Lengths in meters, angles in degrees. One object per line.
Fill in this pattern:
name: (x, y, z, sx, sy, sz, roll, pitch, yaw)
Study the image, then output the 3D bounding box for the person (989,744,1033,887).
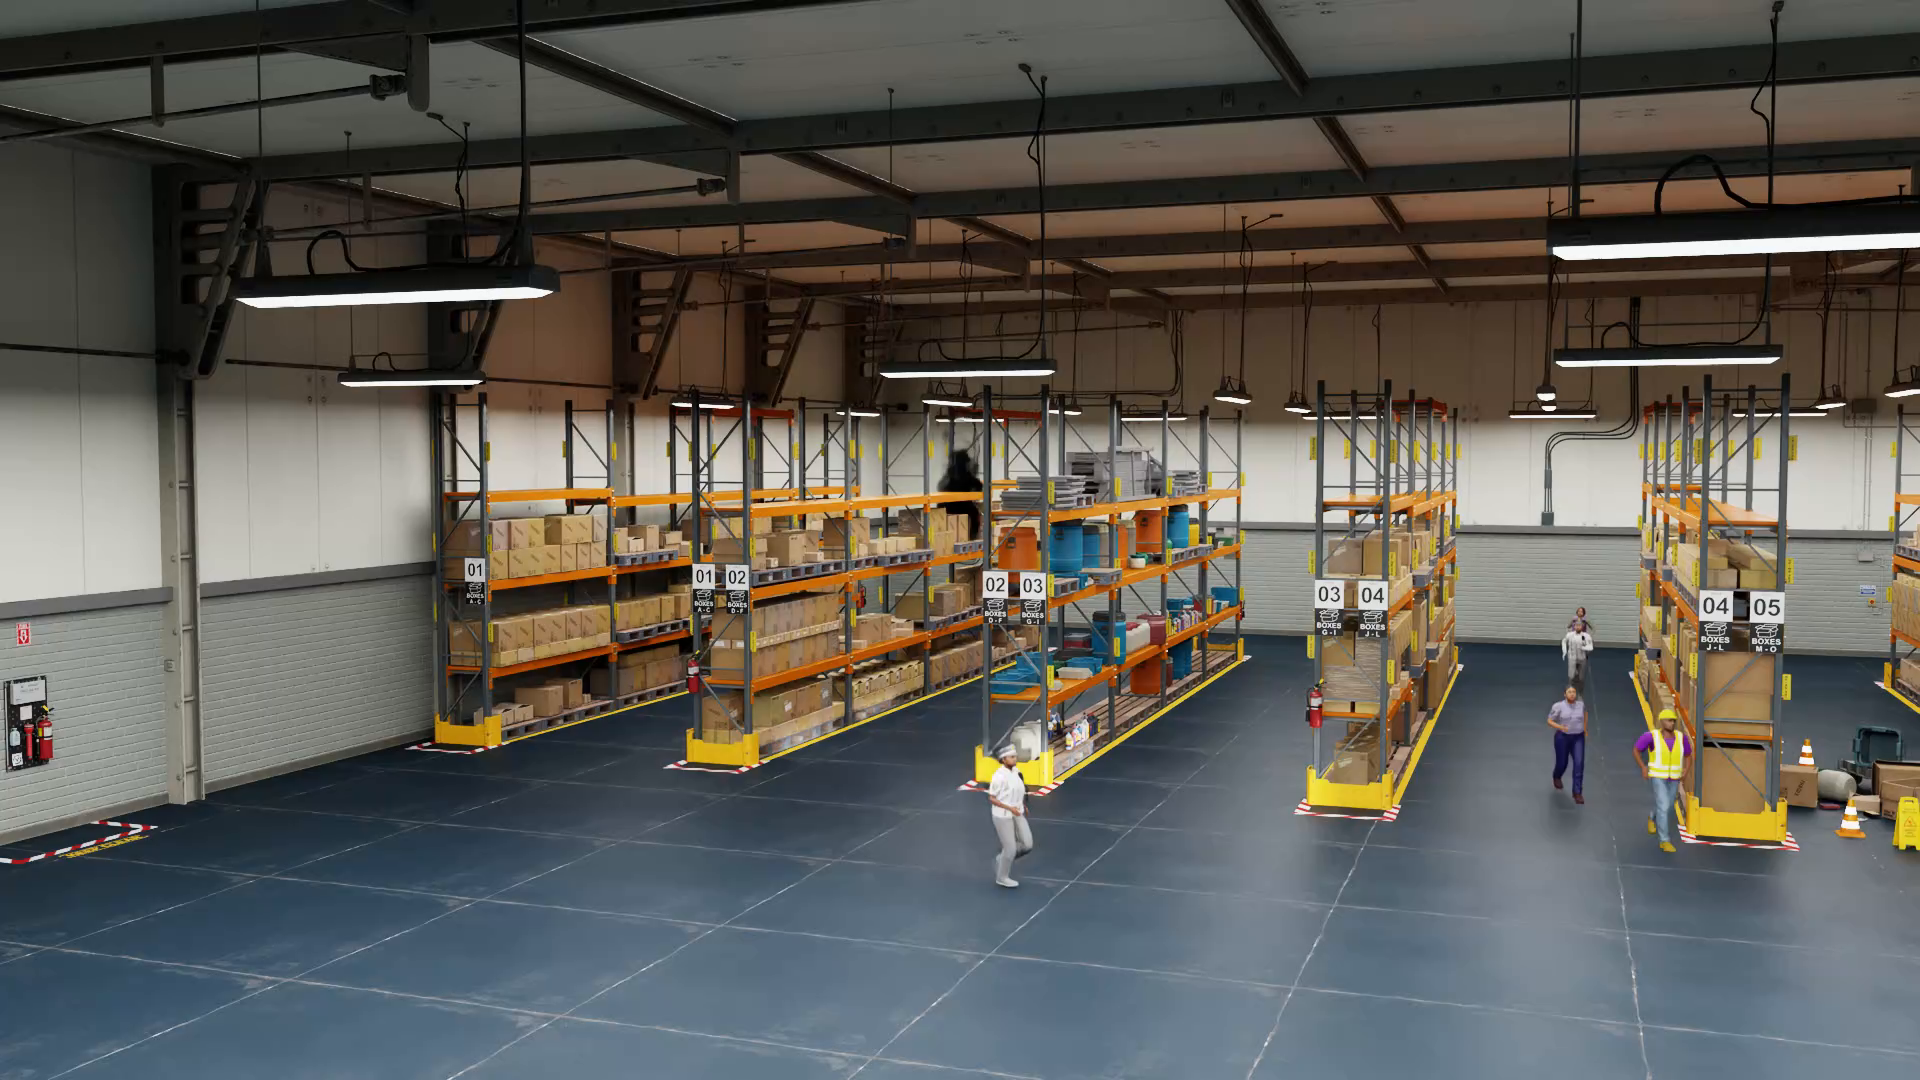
person: (0.585, 3.154, 19.063, 0.544, 1.655, 0.550, 3, 4, 42)

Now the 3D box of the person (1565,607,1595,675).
person: (13.682, 2.258, 36.800, 0.614, 1.569, 0.564, 3, 4, 45)

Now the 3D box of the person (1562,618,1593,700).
person: (12.200, 2.412, 32.865, 0.578, 1.745, 0.740, 1, 3, 21)

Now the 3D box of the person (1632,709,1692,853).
person: (8.930, 3.012, 21.096, 0.710, 1.758, 0.872, 0, 3, -2)

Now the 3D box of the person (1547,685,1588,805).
person: (8.761, 2.943, 23.932, 0.612, 1.564, 0.933, 0, 3, 5)
